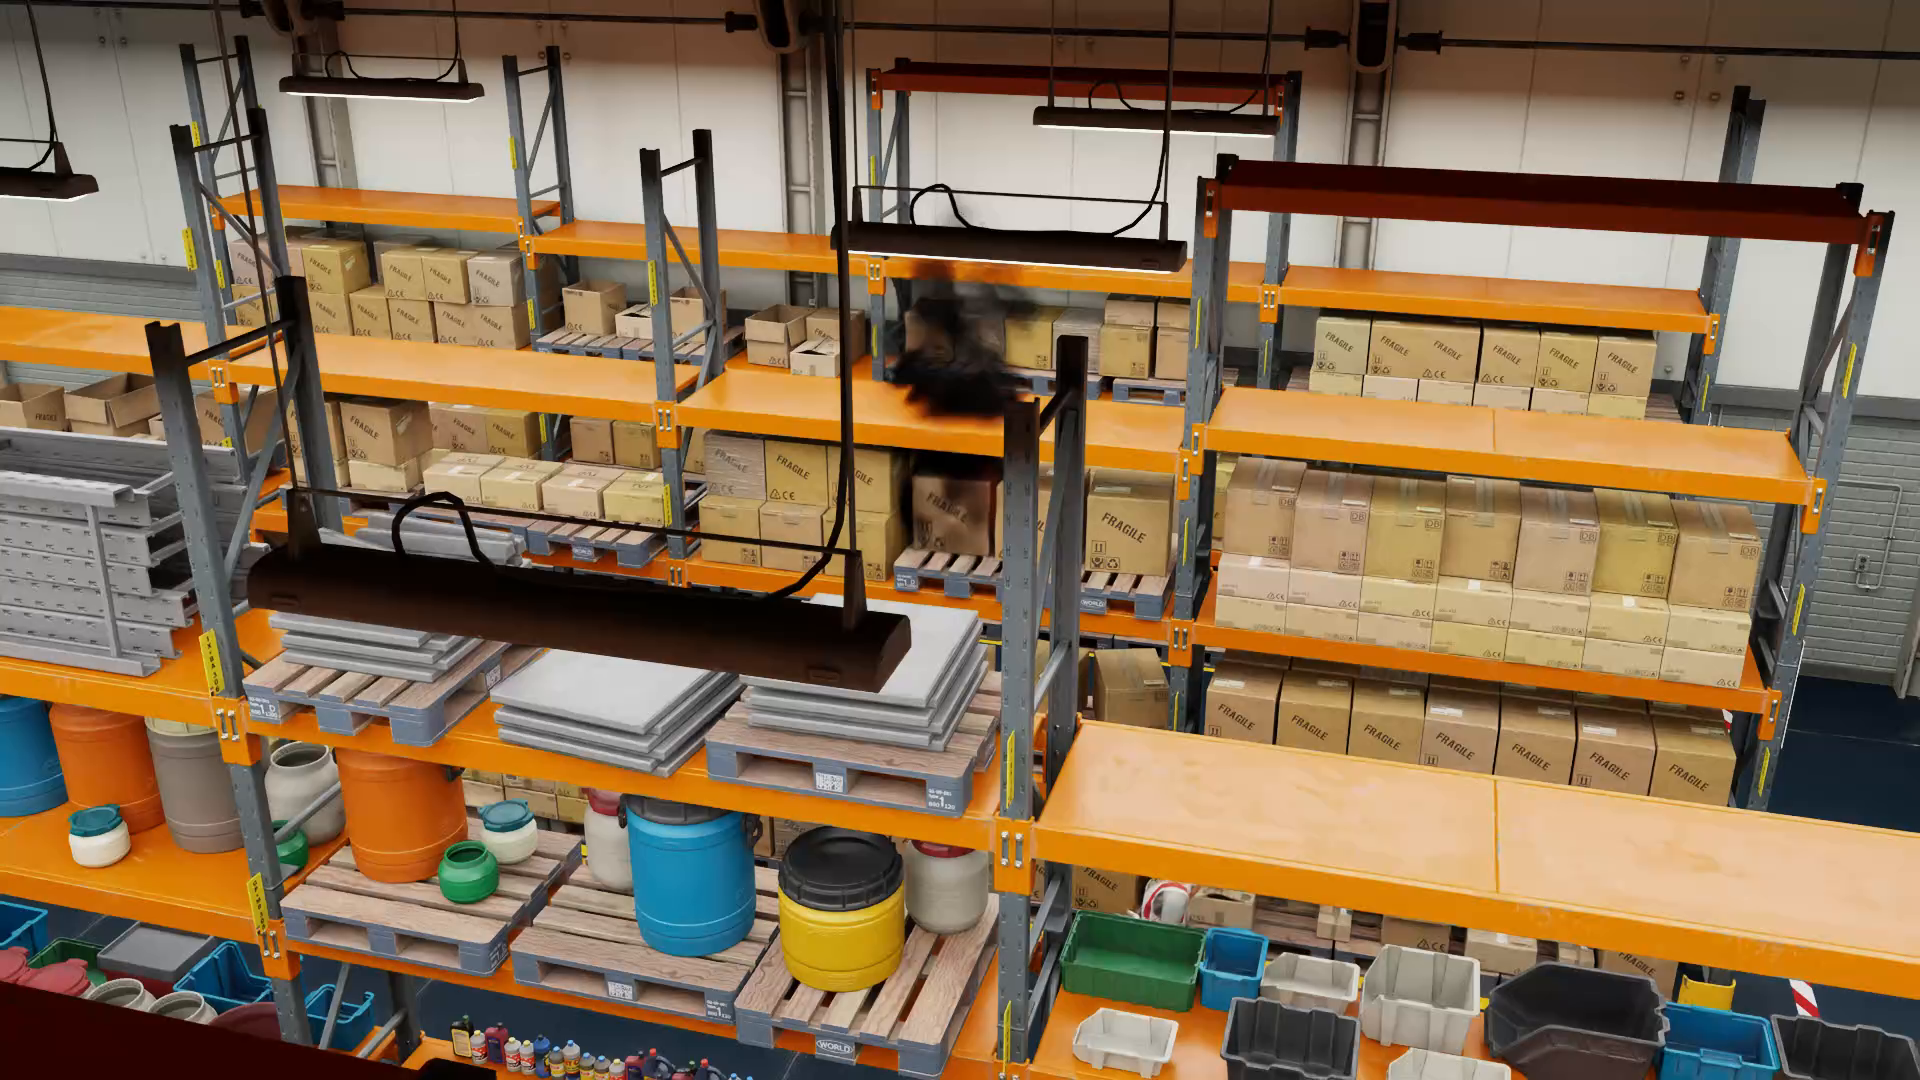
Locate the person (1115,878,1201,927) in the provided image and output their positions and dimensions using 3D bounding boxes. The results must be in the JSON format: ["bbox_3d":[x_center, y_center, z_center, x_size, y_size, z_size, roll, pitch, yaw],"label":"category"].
[{"bbox_3d":[1.359,2.732,11.176,0.856,1.778,0.668,3,23,8],"label":"person"}]
